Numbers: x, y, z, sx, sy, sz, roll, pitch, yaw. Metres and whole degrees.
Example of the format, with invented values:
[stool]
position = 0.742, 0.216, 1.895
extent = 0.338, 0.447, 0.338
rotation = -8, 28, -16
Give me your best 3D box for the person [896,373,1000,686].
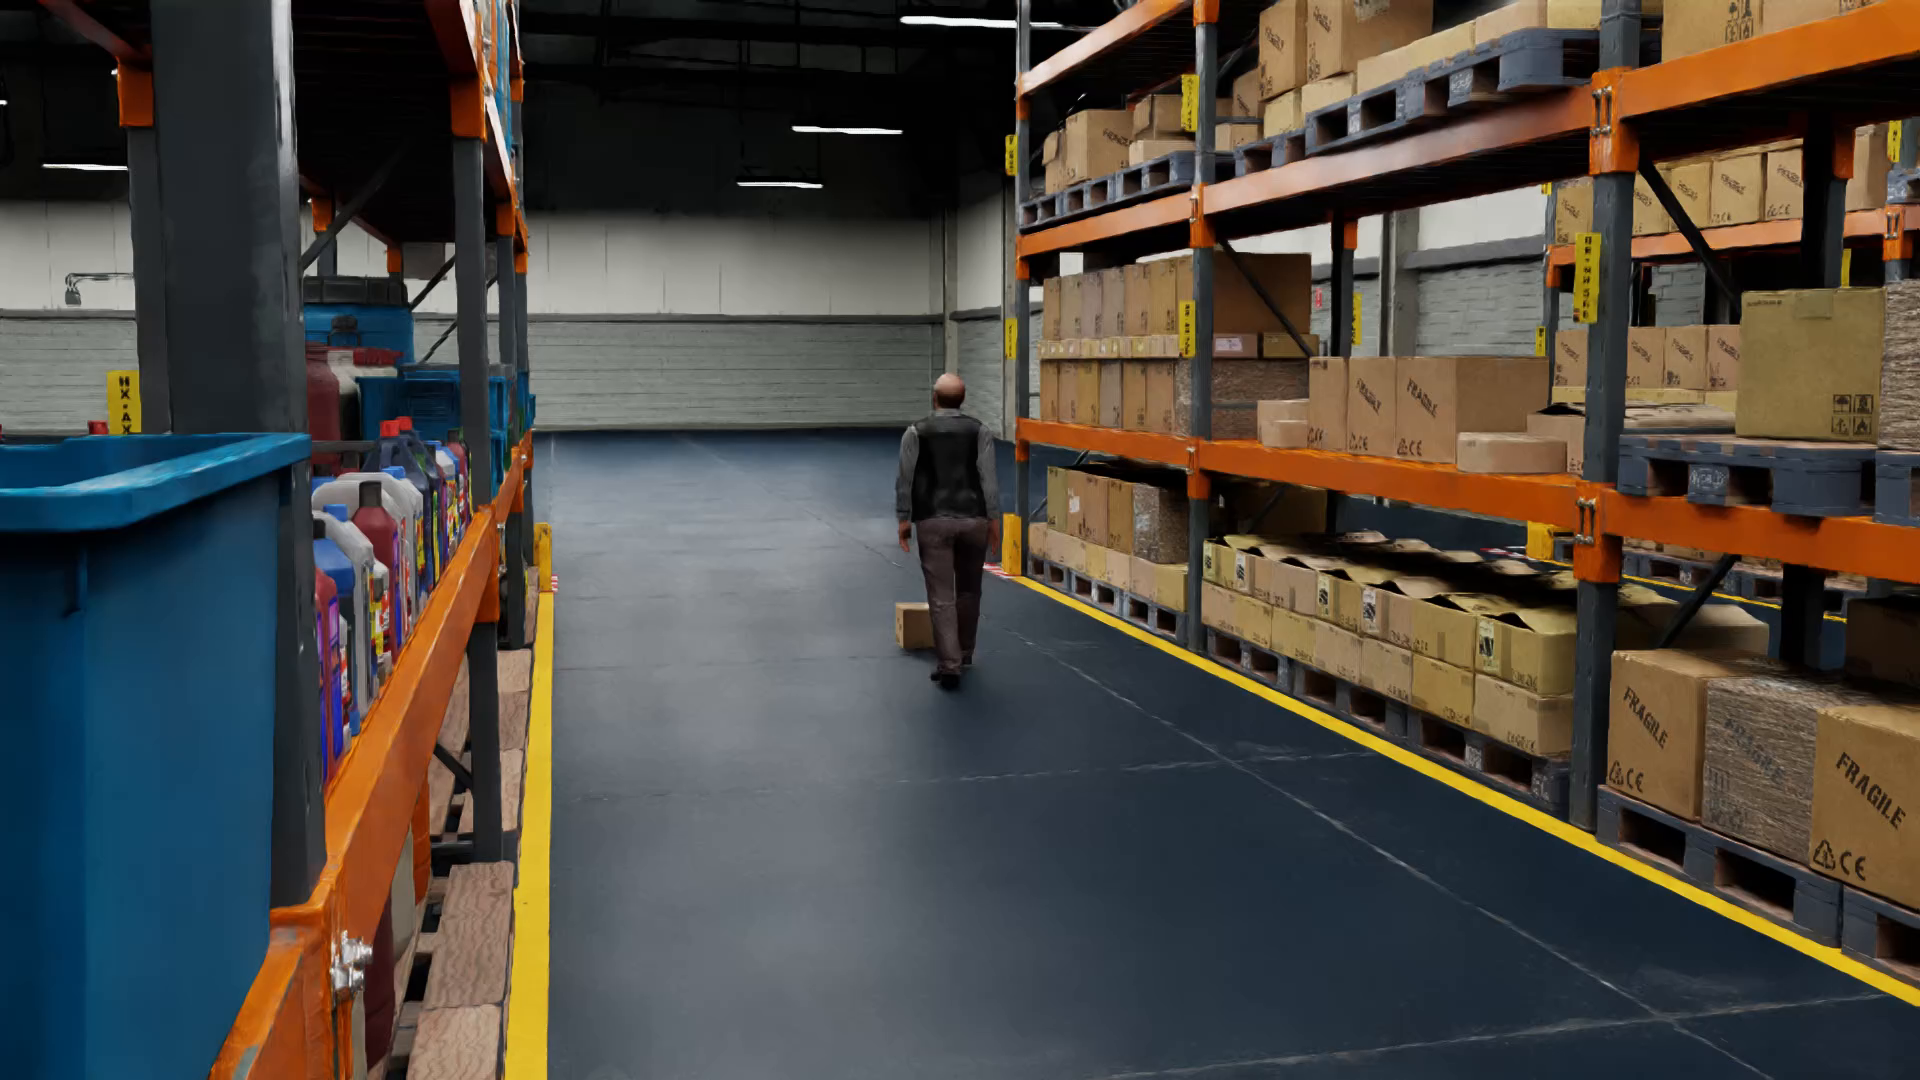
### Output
[person]
position = -0.090, -0.089, 9.330
extent = 0.563, 1.685, 0.868
rotation = -1, 6, -11
